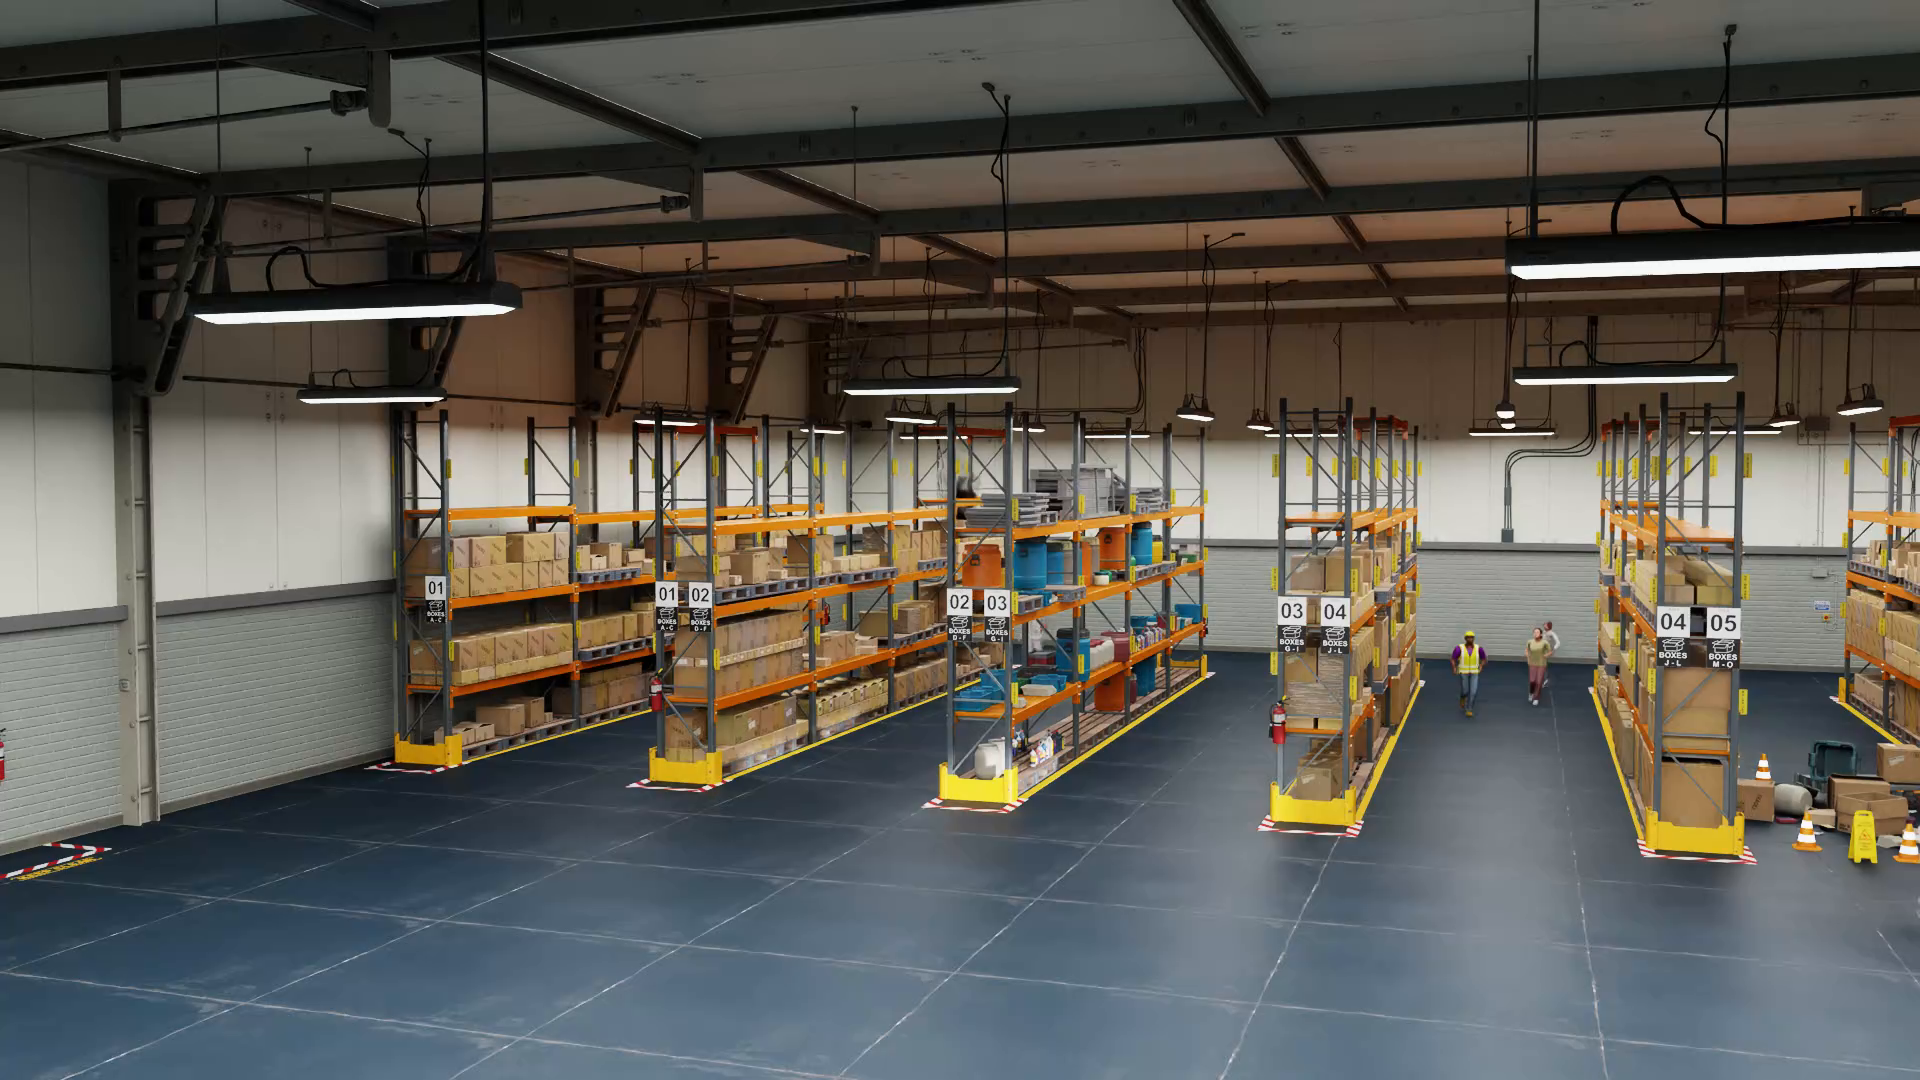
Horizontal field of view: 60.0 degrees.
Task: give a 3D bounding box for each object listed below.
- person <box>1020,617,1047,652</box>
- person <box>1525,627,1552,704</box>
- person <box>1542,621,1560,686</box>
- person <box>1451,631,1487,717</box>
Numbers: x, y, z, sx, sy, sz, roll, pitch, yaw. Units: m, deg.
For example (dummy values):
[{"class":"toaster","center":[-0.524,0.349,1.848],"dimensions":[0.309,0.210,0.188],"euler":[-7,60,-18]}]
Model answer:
[{"class":"person","center":[1.678,2.306,38.108],"dimensions":[0.651,1.796,0.861],"euler":[1,3,15]},{"class":"person","center":[12.243,2.672,35.234],"dimensions":[0.565,1.637,0.538],"euler":[1,3,25]},{"class":"person","center":[13.343,2.605,38.015],"dimensions":[0.519,1.545,0.557],"euler":[0,2,-9]},{"class":"person","center":[10.329,2.699,33.740],"dimensions":[0.702,1.721,0.589],"euler":[0,2,10]}]
